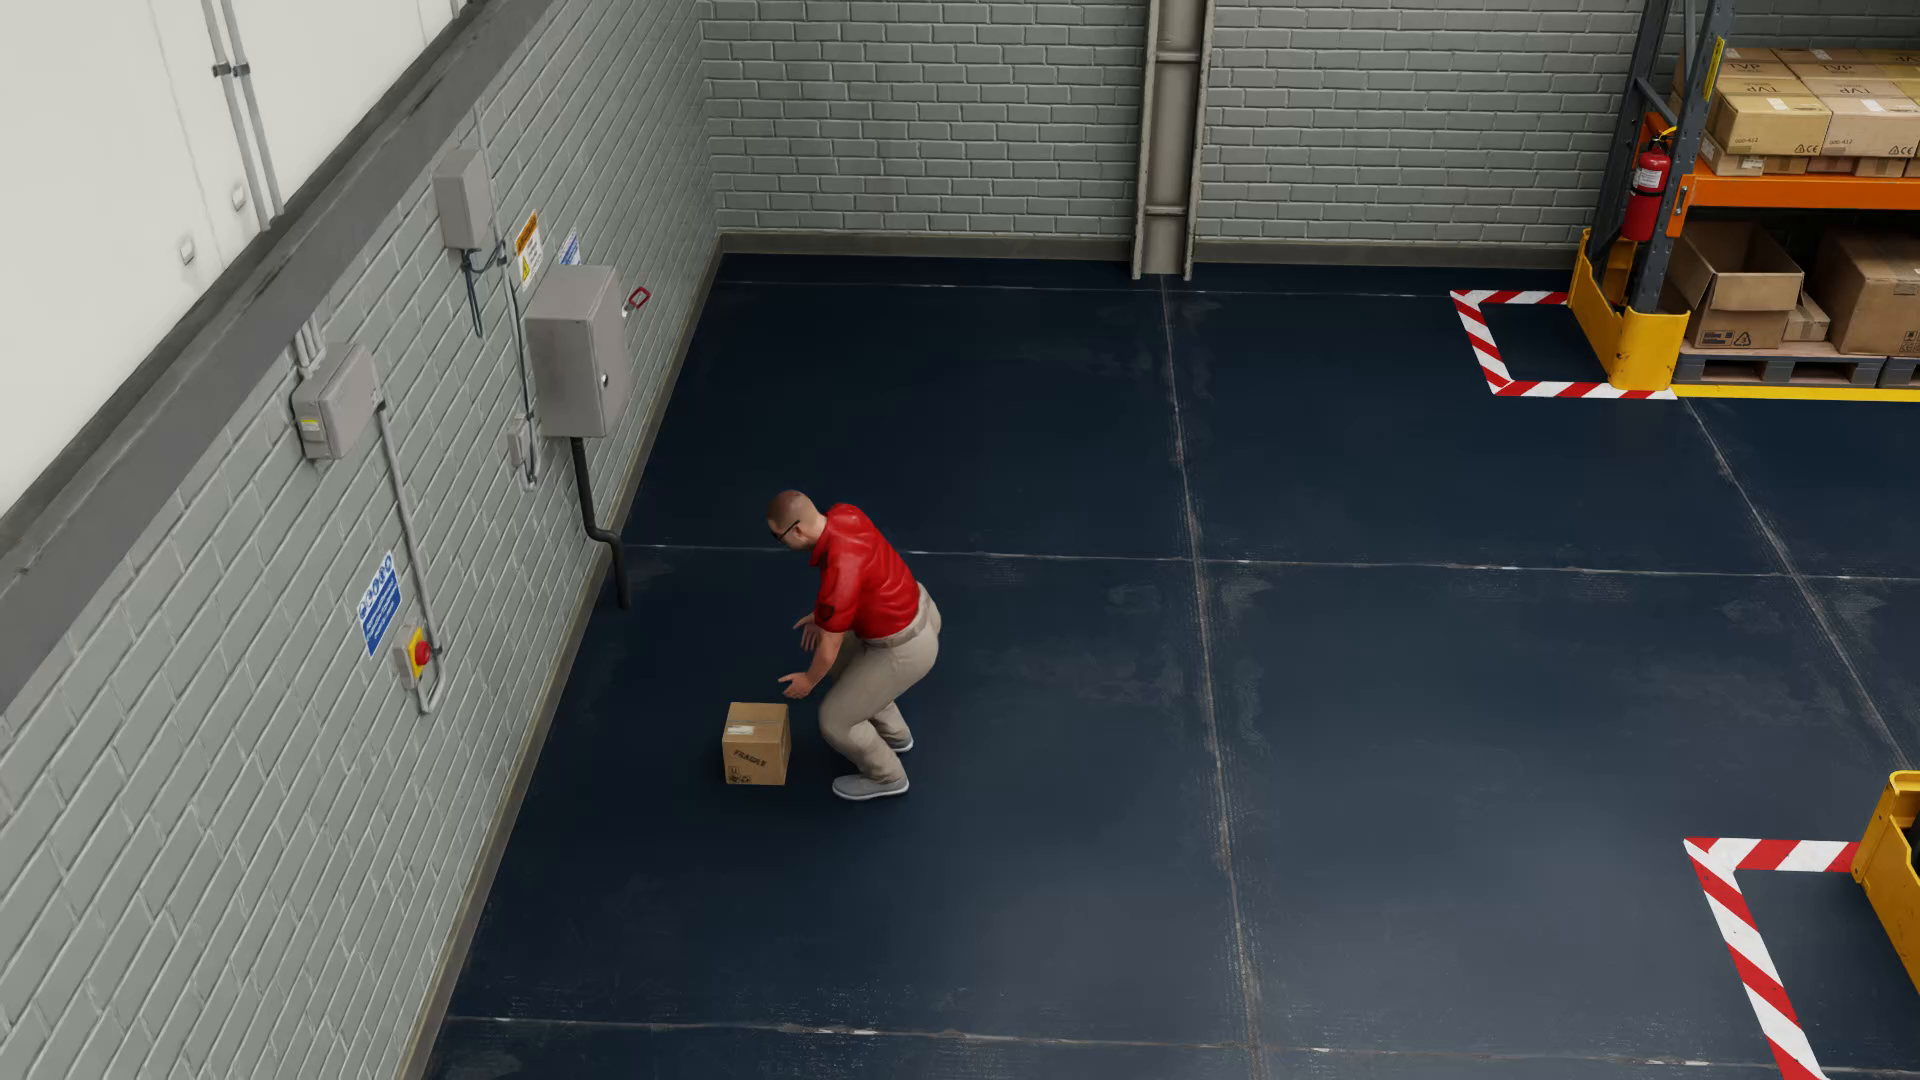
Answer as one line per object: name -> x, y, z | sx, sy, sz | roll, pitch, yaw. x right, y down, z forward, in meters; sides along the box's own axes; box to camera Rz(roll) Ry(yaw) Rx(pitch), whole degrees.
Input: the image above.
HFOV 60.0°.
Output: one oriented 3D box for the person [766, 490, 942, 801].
person -> -0.414, 0.450, 6.798 | 0.666, 1.393, 0.588 | 2, 35, 2
